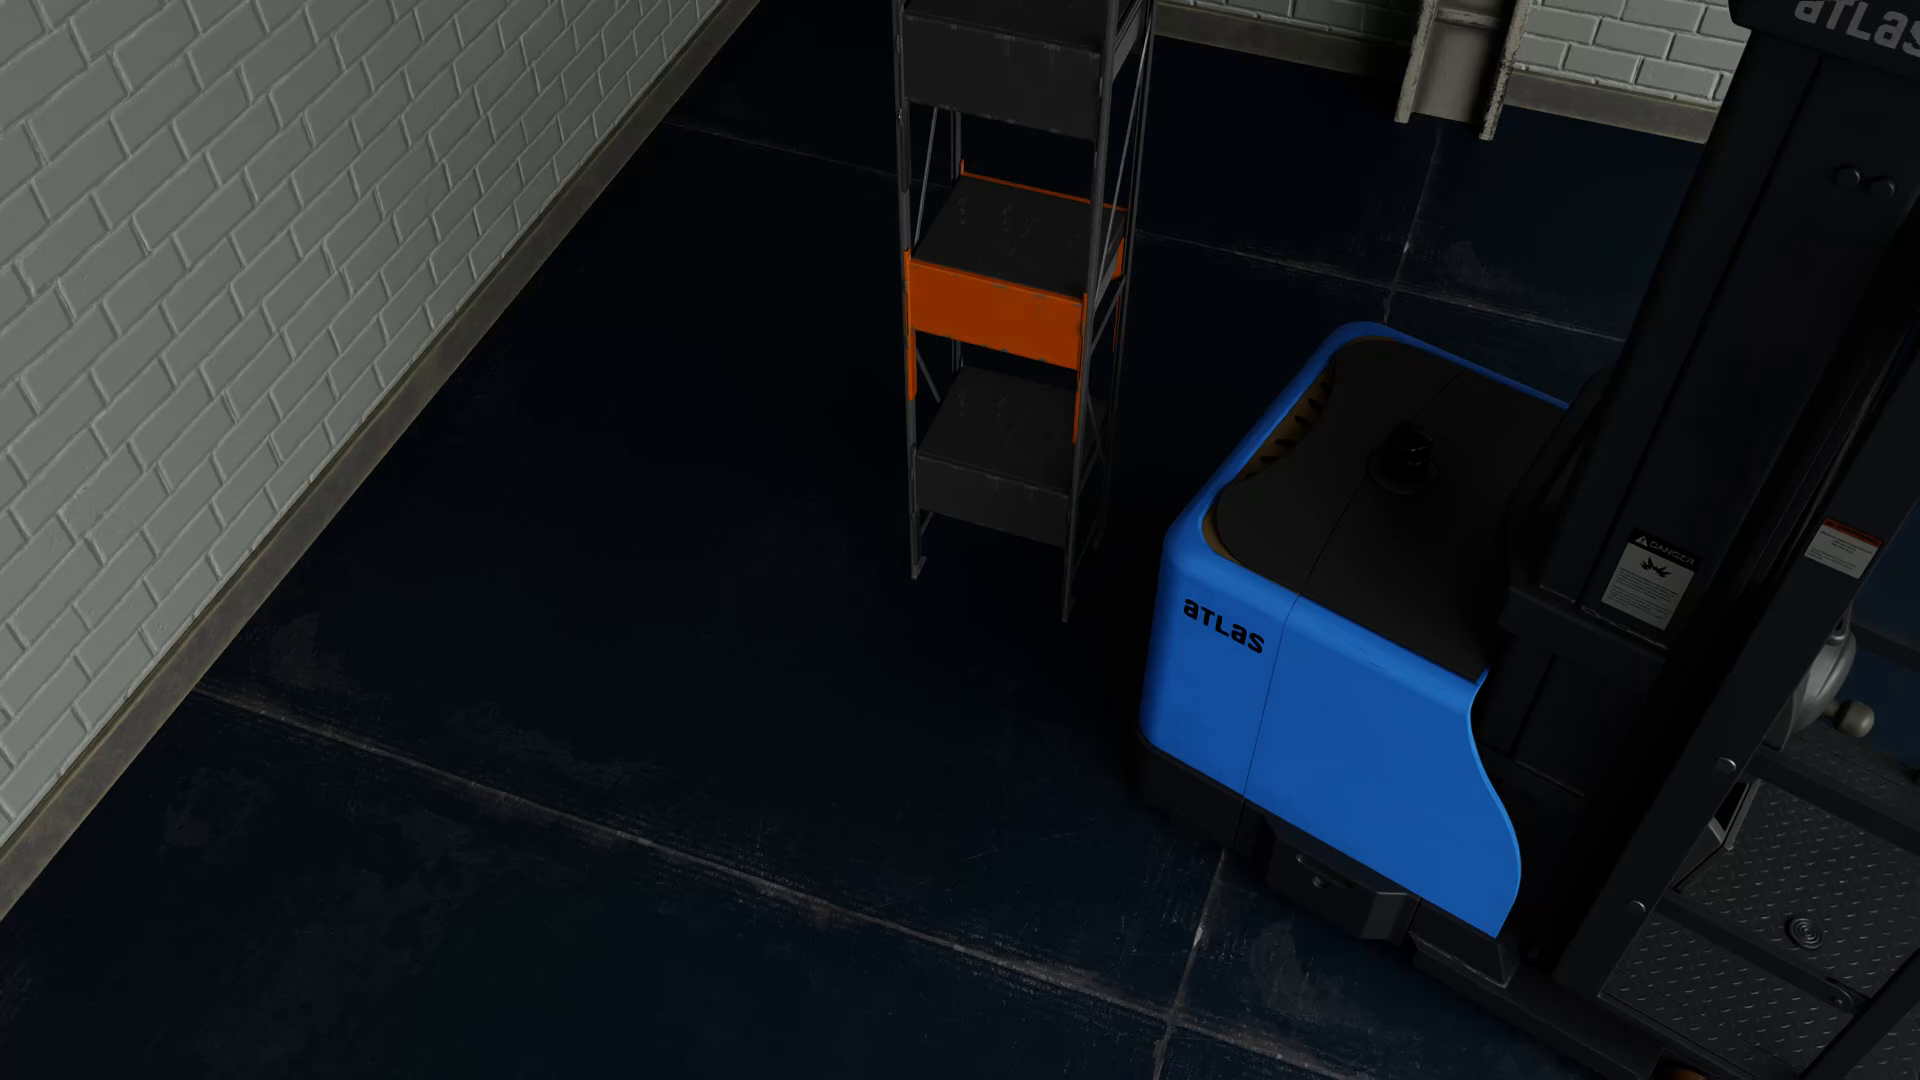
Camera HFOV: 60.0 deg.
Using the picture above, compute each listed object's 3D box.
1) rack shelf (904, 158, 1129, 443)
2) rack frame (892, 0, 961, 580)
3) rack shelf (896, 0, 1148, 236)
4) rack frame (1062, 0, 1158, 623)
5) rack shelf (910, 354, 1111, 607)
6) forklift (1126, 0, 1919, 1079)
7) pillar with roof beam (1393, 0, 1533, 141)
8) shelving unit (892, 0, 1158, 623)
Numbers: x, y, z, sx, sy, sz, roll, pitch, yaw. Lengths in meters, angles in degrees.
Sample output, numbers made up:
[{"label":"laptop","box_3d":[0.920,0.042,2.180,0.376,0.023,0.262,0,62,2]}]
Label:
[{"label":"rack shelf","box_3d":[0.155,-0.635,4.429,0.480,0.518,0.431,16,51,13]},{"label":"rack frame","box_3d":[-0.074,-0.708,4.474,0.015,2.100,0.400,16,51,13]},{"label":"rack shelf","box_3d":[0.155,-1.094,3.900,0.480,0.518,0.431,16,51,13]},{"label":"rack frame","box_3d":[0.384,-0.580,4.364,0.015,2.100,0.400,16,51,13]},{"label":"rack shelf","box_3d":[0.155,-0.177,4.958,0.480,0.518,0.431,16,51,13]},{"label":"forklift","box_3d":[1.955,0.088,3.234,3.031,2.935,1.130,28,55,22]},{"label":"pillar with roof beam","box_3d":[0.496,-1.648,0.723,0.400,9.000,9.100,16,51,13]},{"label":"shelving unit","box_3d":[0.155,-0.644,4.419,0.503,2.100,0.431,16,51,13]}]
